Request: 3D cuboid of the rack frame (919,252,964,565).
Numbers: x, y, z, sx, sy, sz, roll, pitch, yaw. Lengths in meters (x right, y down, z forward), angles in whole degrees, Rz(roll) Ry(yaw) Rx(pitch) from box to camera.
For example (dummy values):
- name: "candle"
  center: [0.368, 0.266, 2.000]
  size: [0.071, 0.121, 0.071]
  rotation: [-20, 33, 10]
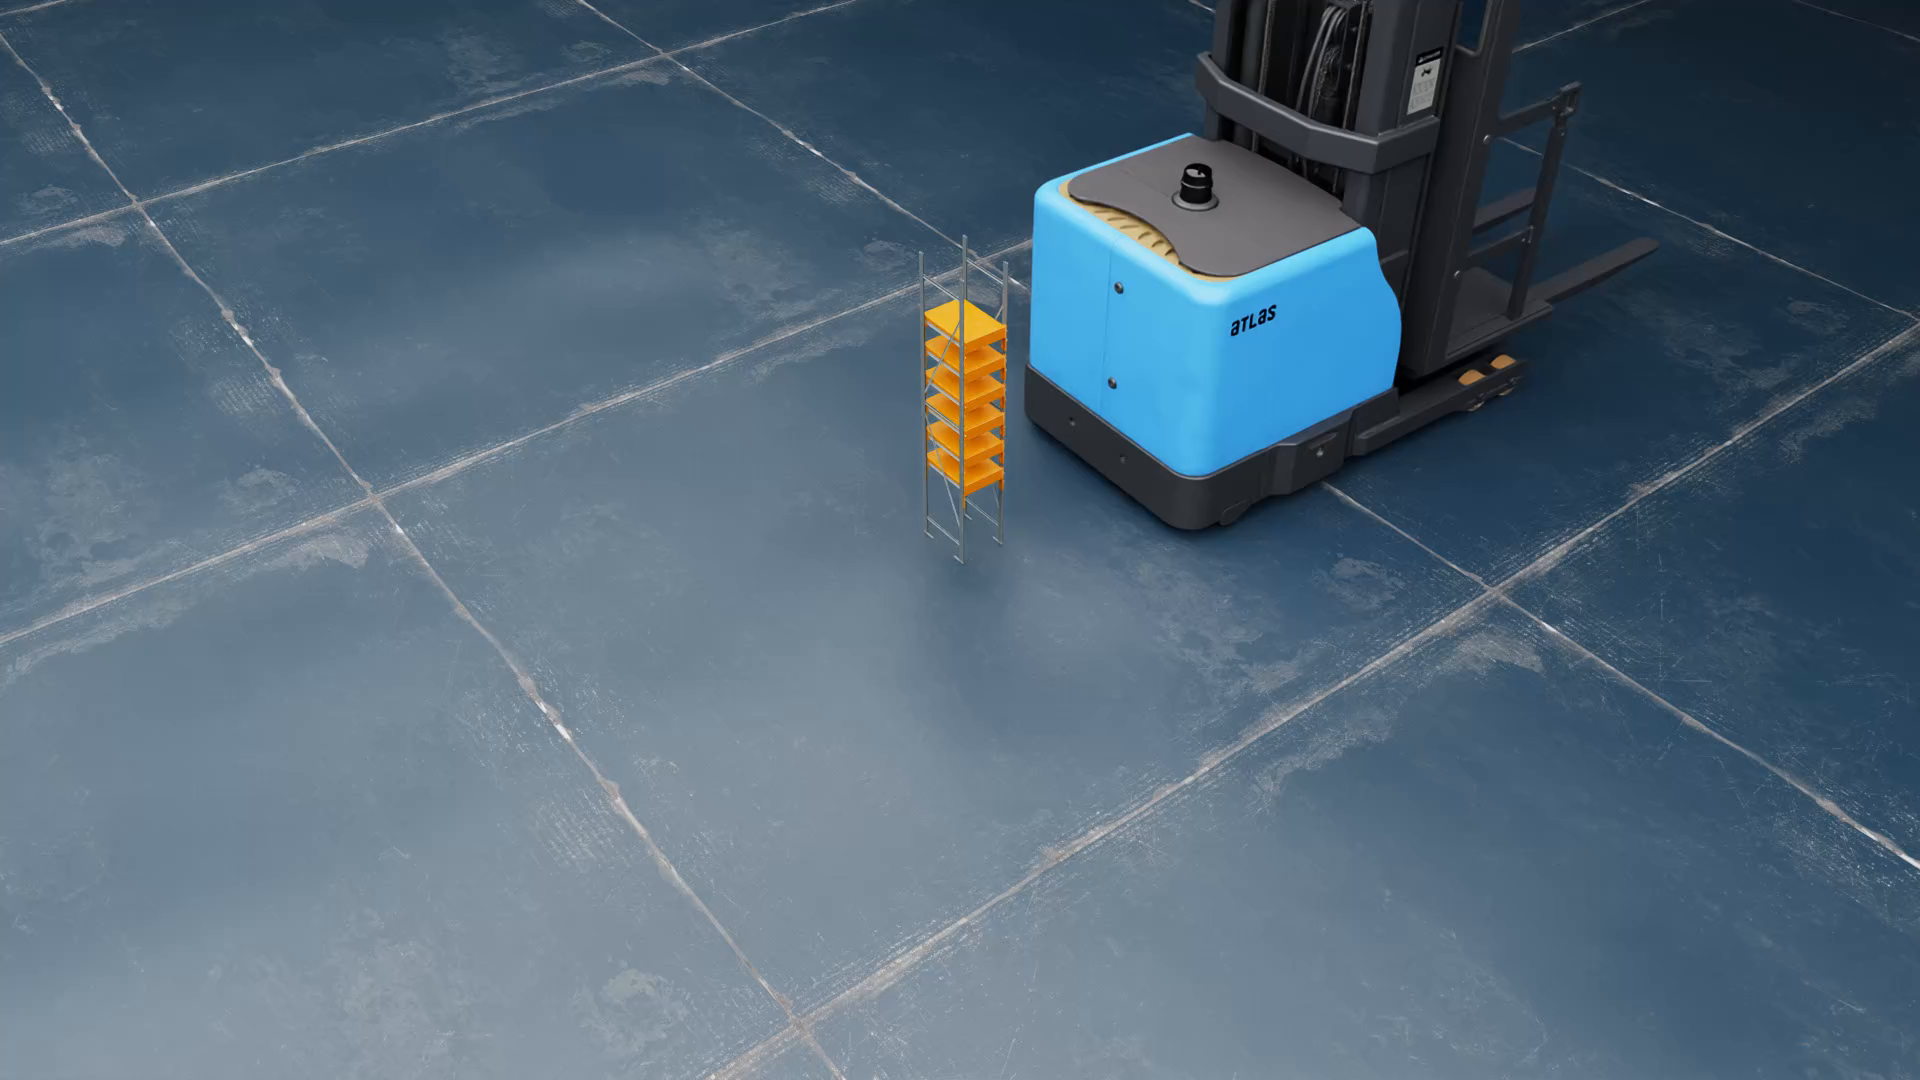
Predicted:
- name: "rack frame"
  center: [-0.061, -0.434, 5.833]
  size: [0.006, 1.200, 0.240]
  rotation: [-26, 46, -28]

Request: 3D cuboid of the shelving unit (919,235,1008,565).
- name: "shelving unit"
  center: [0.011, -0.469, 5.876]
  size: [0.189, 1.200, 0.258]
  rotation: [-26, 46, -28]

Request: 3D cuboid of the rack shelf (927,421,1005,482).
- name: "rack shelf"
  center: [0.011, -0.342, 5.981]
  size: [0.180, 0.103, 0.258]
  rotation: [-26, 46, -28]

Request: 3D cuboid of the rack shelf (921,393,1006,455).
- name: "rack shelf"
  center: [0.011, -0.435, 5.904]
  size: [0.180, 0.103, 0.258]
  rotation: [-26, 46, -28]

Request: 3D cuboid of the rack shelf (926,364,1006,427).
- name: "rack shelf"
  center: [0.011, -0.528, 5.828]
  size: [0.180, 0.103, 0.258]
  rotation: [-26, 46, -28]

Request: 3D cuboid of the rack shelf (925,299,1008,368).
- name: "rack shelf"
  center: [0.011, -0.713, 5.676]
  size: [0.180, 0.103, 0.258]
  rotation: [-26, 46, -28]

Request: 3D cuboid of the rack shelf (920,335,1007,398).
- name: "rack shelf"
  center: [0.011, -0.621, 5.752]
  size: [0.180, 0.103, 0.258]
  rotation: [-26, 46, -28]

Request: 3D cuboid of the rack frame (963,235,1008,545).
- name: "rack frame"
  center: [0.084, -0.505, 5.919]
  size: [0.006, 1.200, 0.240]
  rotation: [-26, 46, -28]

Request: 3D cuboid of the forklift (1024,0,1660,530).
- name: "forklift"
  center: [1.755, -1.918, 6.277]
  size: [3.031, 2.935, 1.130]
  rotation: [-25, 45, -27]

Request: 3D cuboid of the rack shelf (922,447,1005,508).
- name: "rack shelf"
  center: [0.011, -0.250, 6.057]
  size: [0.180, 0.103, 0.258]
  rotation: [-26, 46, -28]
